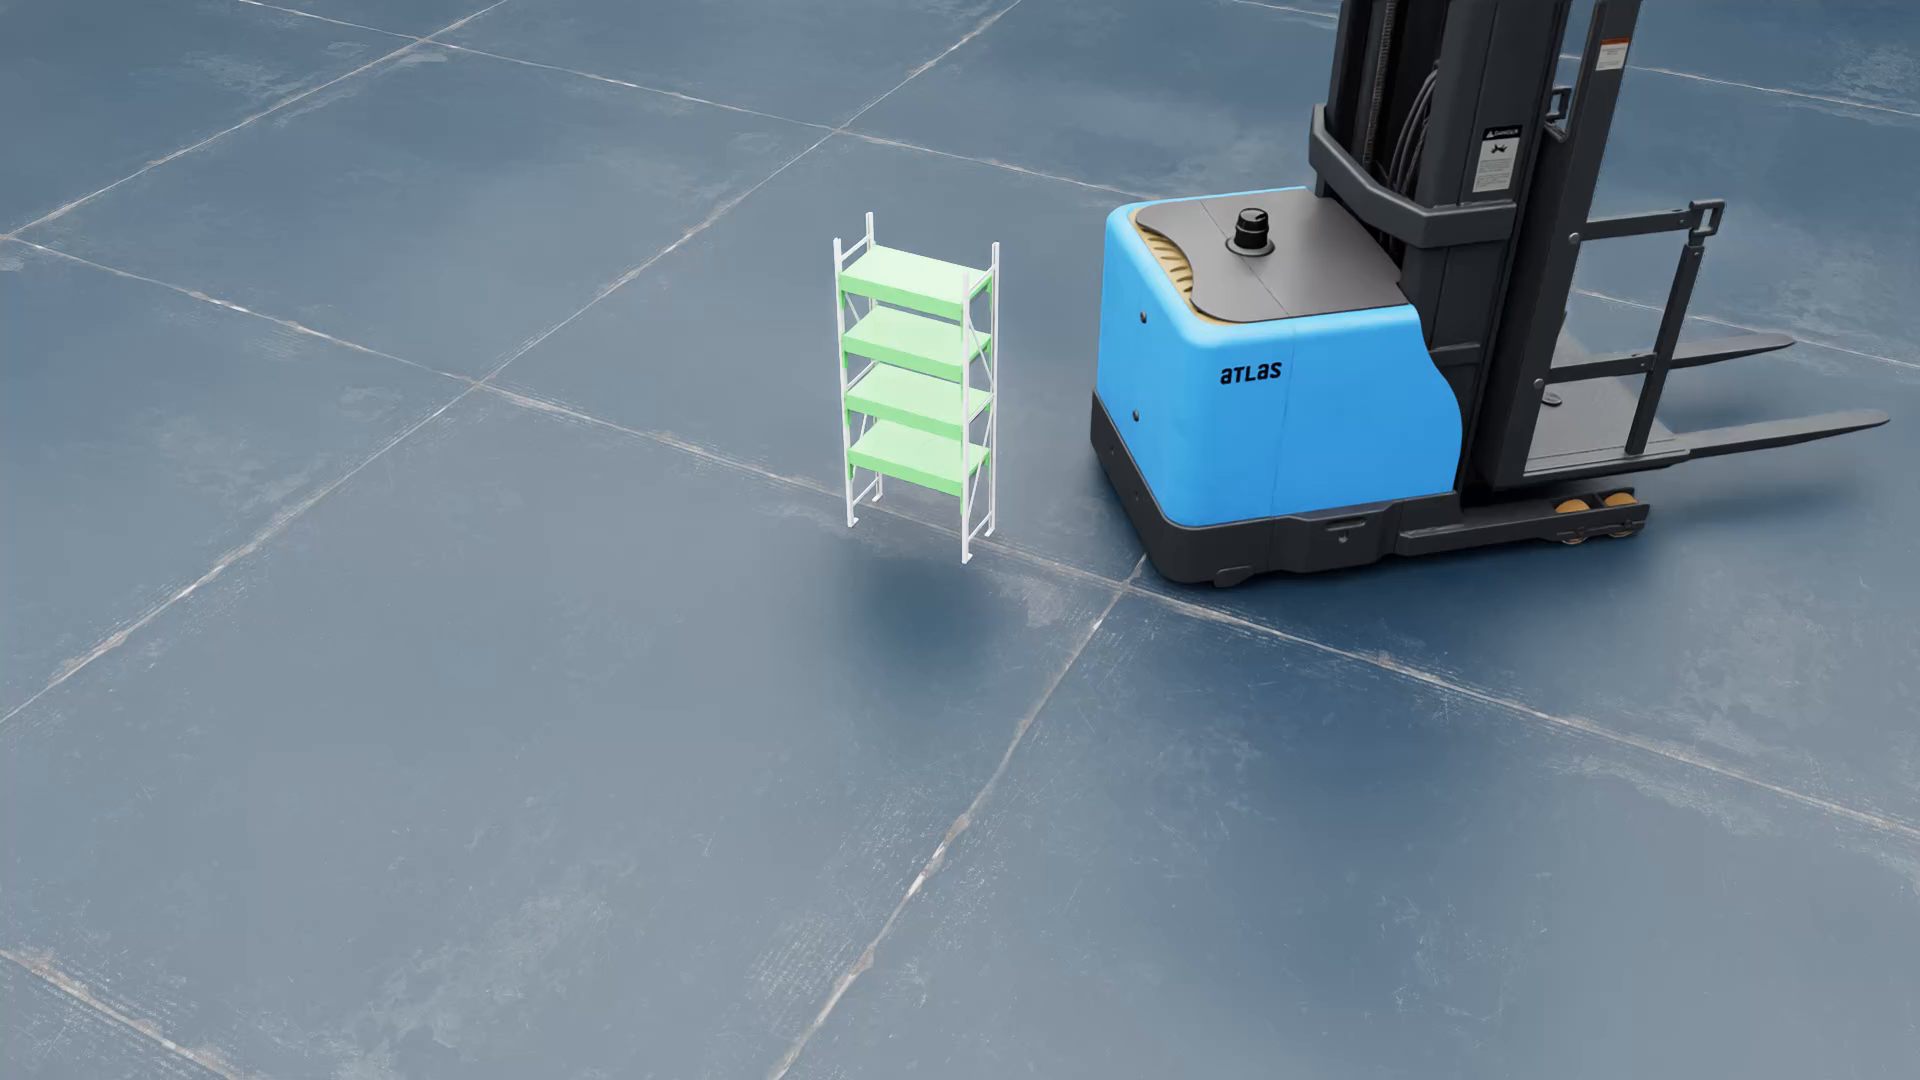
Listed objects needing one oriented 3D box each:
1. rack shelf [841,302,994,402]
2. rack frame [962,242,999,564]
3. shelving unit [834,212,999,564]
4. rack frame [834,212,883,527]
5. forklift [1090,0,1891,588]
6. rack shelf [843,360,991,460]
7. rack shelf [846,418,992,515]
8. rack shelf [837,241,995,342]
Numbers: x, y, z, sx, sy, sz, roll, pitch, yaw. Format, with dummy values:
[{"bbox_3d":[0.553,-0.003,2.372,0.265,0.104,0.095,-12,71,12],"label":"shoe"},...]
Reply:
[{"bbox_3d":[-0.147,-0.664,5.841,0.480,0.148,0.258,17,41,21],"label":"rack shelf"},{"bbox_3d":[0.070,-0.456,5.858,0.015,1.200,0.240,17,41,21],"label":"rack frame"},{"bbox_3d":[-0.147,-0.524,5.948,0.503,1.200,0.258,17,41,21],"label":"shelving unit"},{"bbox_3d":[-0.364,-0.592,6.037,0.015,1.200,0.240,17,41,21],"label":"rack frame"},{"bbox_3d":[2.094,-1.456,5.744,3.031,2.935,1.130,-8,38,-10],"label":"forklift"},{"bbox_3d":[-0.147,-0.473,5.986,0.480,0.148,0.258,17,41,21],"label":"rack shelf"},{"bbox_3d":[-0.147,-0.282,6.132,0.480,0.148,0.258,17,41,21],"label":"rack shelf"},{"bbox_3d":[-0.147,-0.855,5.696,0.480,0.148,0.258,17,41,21],"label":"rack shelf"}]
